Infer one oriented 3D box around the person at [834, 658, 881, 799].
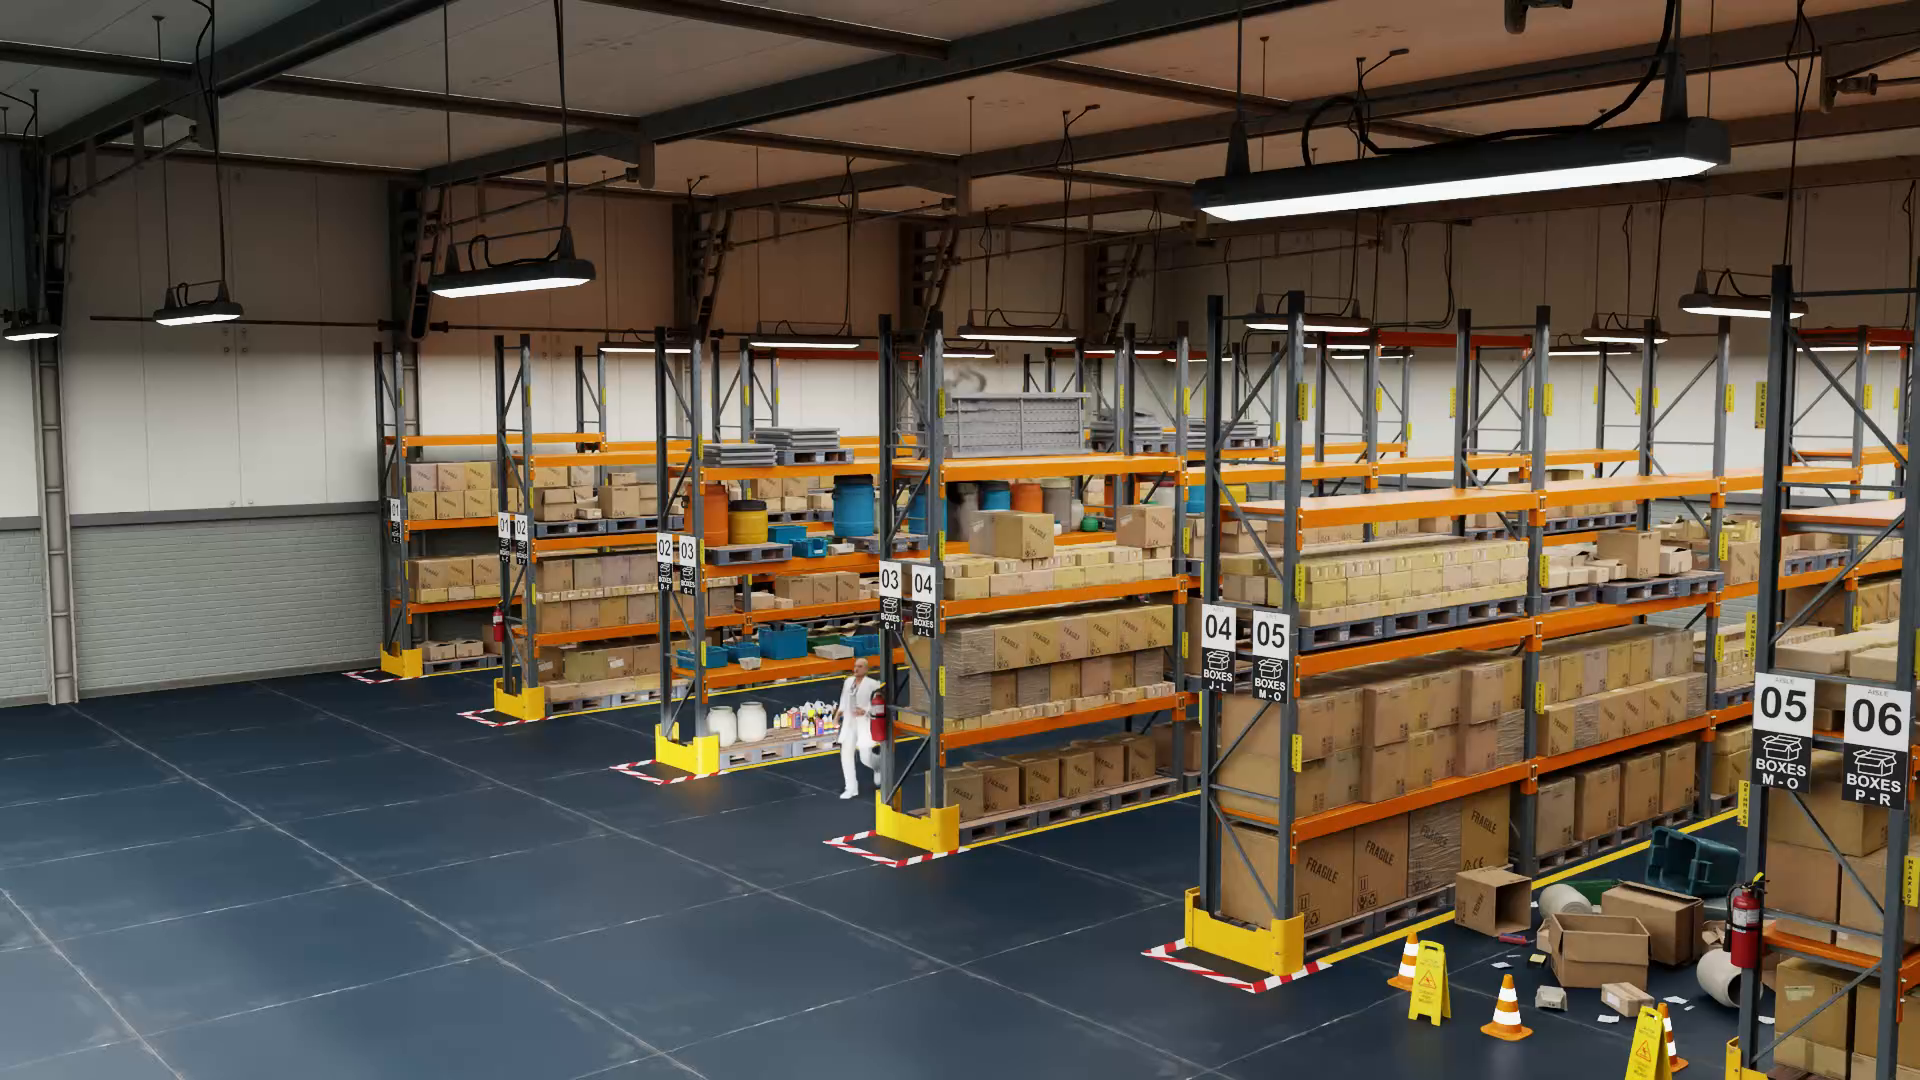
[{"bbox_3d":[-1.272,2.365,21.151,0.720,1.734,0.896,3,6,26],"label":"person"}]
